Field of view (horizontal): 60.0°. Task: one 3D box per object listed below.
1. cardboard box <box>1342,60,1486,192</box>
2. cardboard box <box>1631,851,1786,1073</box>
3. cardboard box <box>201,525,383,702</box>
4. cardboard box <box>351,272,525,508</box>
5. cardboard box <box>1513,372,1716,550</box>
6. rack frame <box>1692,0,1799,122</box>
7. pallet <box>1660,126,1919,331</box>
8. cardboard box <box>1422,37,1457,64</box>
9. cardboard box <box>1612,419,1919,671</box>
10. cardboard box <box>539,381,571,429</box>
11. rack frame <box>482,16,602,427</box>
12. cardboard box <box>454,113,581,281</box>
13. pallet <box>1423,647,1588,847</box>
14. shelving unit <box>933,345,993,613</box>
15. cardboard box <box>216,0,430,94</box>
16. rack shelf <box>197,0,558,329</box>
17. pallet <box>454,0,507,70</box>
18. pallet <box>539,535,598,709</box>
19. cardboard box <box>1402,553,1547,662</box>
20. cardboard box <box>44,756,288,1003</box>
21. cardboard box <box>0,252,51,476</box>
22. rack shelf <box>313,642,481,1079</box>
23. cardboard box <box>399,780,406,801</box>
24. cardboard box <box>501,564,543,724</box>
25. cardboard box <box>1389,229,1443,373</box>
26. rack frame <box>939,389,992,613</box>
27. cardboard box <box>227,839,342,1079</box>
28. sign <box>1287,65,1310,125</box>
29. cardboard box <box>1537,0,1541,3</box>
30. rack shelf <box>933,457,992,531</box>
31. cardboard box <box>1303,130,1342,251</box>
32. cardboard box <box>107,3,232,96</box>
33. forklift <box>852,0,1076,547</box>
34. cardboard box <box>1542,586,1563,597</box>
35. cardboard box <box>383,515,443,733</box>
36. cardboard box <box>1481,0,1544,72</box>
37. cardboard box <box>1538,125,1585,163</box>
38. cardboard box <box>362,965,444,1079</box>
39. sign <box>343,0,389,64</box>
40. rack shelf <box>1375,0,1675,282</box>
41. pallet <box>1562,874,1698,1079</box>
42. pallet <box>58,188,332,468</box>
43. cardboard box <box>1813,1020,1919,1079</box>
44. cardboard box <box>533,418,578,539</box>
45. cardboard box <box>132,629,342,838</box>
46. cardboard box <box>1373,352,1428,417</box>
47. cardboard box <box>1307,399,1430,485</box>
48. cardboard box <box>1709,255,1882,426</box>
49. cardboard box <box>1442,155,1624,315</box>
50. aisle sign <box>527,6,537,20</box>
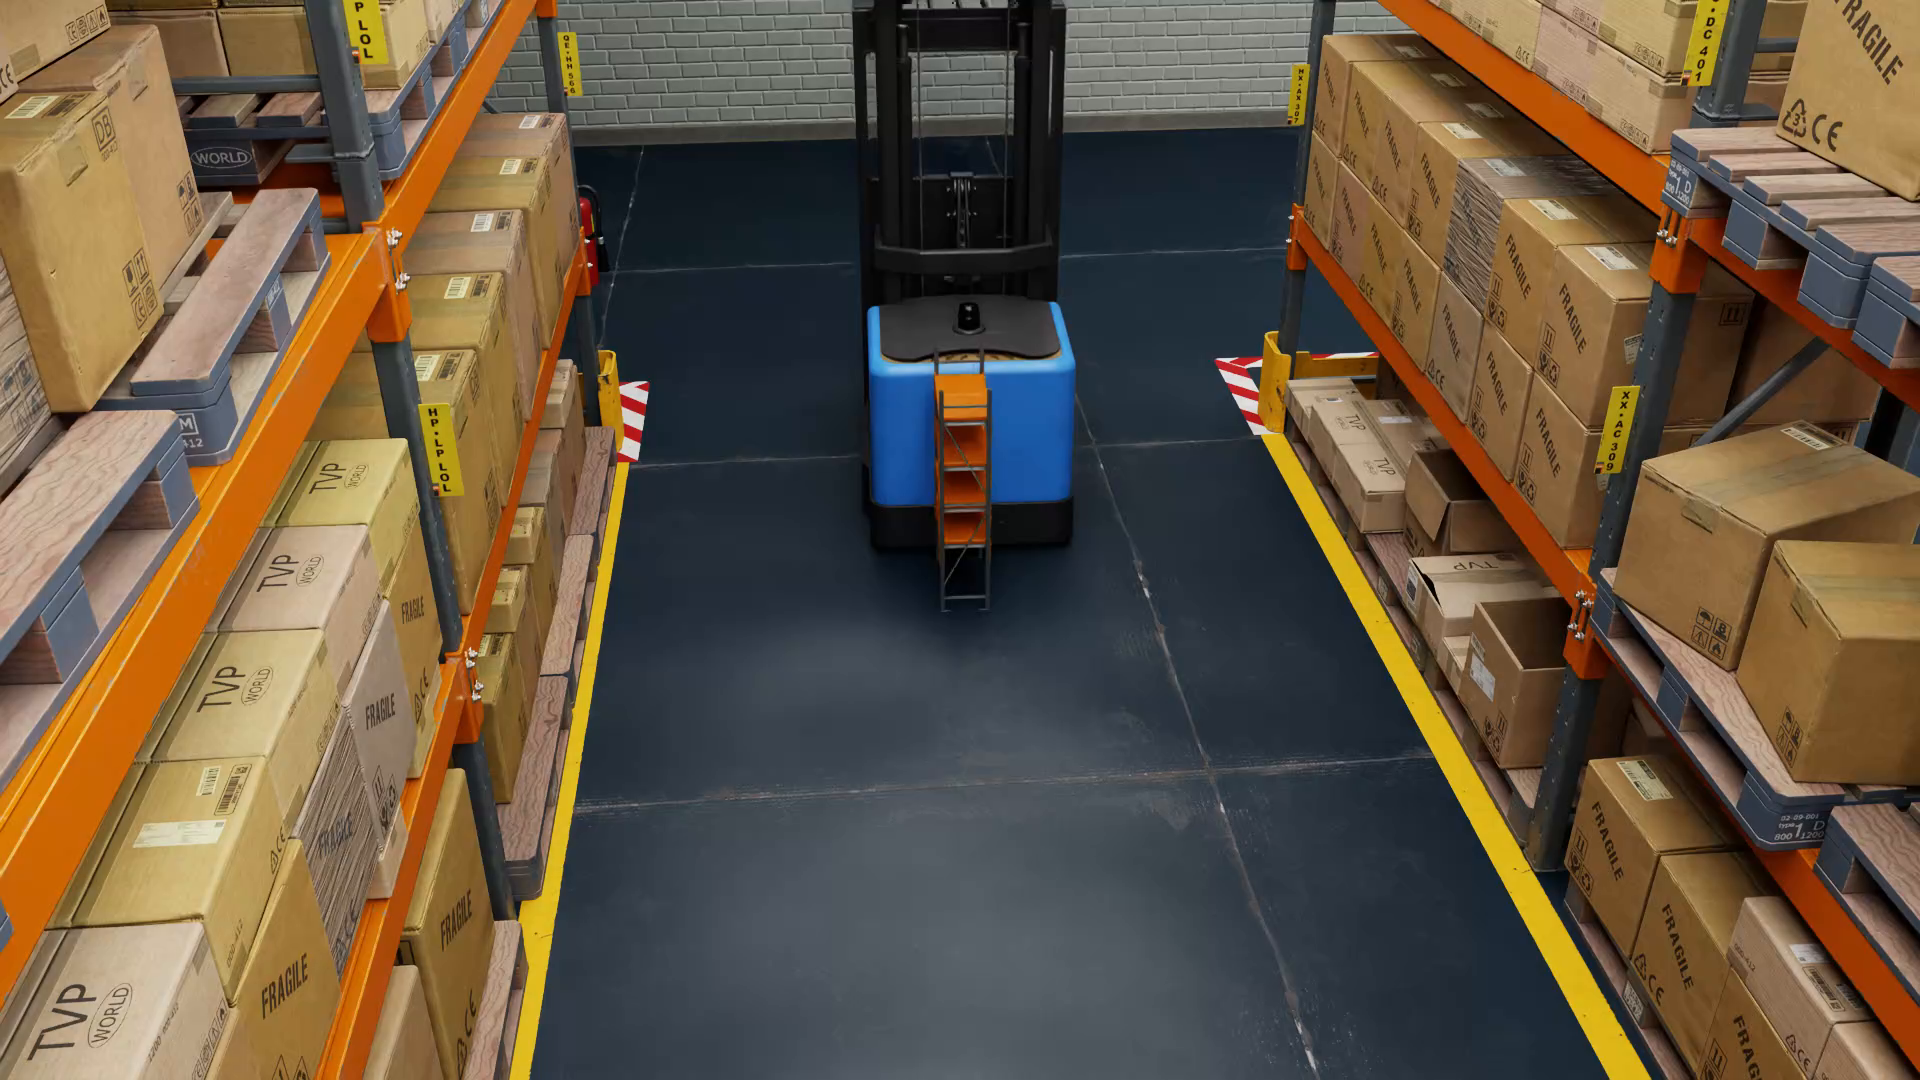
[{"bbox_3d":[2.215,-2.036,8.160,0.500,0.500,0.500,-2,31,-4],"label":"cardboard box"},{"bbox_3d":[2.617,1.388,5.510,0.500,0.500,0.500,-2,31,-4],"label":"cardboard box"},{"bbox_3d":[-1.841,0.199,4.354,0.500,0.250,0.500,-2,31,-4],"label":"cardboard box"},{"bbox_3d":[-2.275,-0.567,6.482,0.980,0.700,0.700,-4,31,-6],"label":"cardboard box"},{"bbox_3d":[2.452,-0.313,6.251,0.500,0.500,0.500,-2,31,-4],"label":"cardboard box"},{"bbox_3d":[2.754,-2.602,4.332,1.000,3.000,0.127,-3,31,-5],"label":"rack frame"},{"bbox_3d":[2.745,-0.898,4.586,1.213,0.211,1.003,-3,31,-5],"label":"pallet"},{"bbox_3d":[2.696,-2.327,8.649,0.500,0.500,0.500,-3,31,-5],"label":"cardboard box"},{"bbox_3d":[2.575,0.002,5.314,0.700,0.500,0.500,-13,33,-21],"label":"cardboard box"},{"bbox_3d":[-2.168,-0.676,8.352,0.380,0.149,0.250,-2,31,-3],"label":"cardboard box"},{"bbox_3d":[-2.551,-1.830,8.888,1.000,3.000,0.127,-3,31,-5],"label":"rack frame"},{"bbox_3d":[-2.494,-1.699,8.376,0.980,0.700,0.700,-1,31,-2],"label":"cardboard box"},{"bbox_3d":[2.691,0.820,7.172,1.003,0.211,1.213,-3,31,-5],"label":"pallet"},{"bbox_3d":[0.011,-0.290,8.065,0.258,1.200,0.503,-2,31,-3],"label":"shelving unit"},{"bbox_3d":[-1.980,-1.600,5.217,0.500,0.250,0.500,-3,31,-5],"label":"cardboard box"},{"bbox_3d":[-2.365,-1.788,6.594,1.077,0.370,4.000,-3,31,-5],"label":"rack shelf"},{"bbox_3d":[-2.355,-2.077,6.464,1.003,0.211,1.213,-3,31,-5],"label":"pallet"},{"bbox_3d":[-2.288,0.393,7.886,1.003,0.211,1.213,-3,31,-5],"label":"pallet"},{"bbox_3d":[2.348,0.278,7.552,0.500,0.311,0.500,-3,31,-5],"label":"cardboard box"},{"bbox_3d":[-1.745,0.719,3.482,0.500,0.250,0.500,-3,31,-6],"label":"cardboard box"},{"bbox_3d":[-2.106,-0.313,2.897,0.700,0.500,0.500,-3,31,-5],"label":"cardboard box"},{"bbox_3d":[-1.991,1.542,3.944,1.077,0.370,4.000,-3,31,-5],"label":"rack shelf"},{"bbox_3d":[-1.838,0.733,4.824,0.380,0.149,0.250,-2,31,-3],"label":"cardboard box"},{"bbox_3d":[-2.189,0.462,7.080,0.700,0.500,0.500,-3,31,-5],"label":"cardboard box"},{"bbox_3d":[2.302,-1.098,7.566,0.500,0.500,0.500,-2,31,-4],"label":"cardboard box"},{"bbox_3d":[0.025,-0.165,7.856,0.240,1.200,0.015,-2,31,-3],"label":"rack frame"},{"bbox_3d":[-1.736,1.028,3.696,0.500,0.500,0.500,-2,31,-3],"label":"cardboard box"},{"bbox_3d":[1.840,-2.415,9.023,0.100,0.325,0.005,-3,31,-5],"label":"sign"},{"bbox_3d":[2.350,-2.211,6.260,0.500,0.250,0.500,-3,31,-5],"label":"cardboard box"},{"bbox_3d":[0.011,-0.232,8.100,0.258,0.148,0.480,-2,31,-3],"label":"rack shelf"},{"bbox_3d":[2.159,-1.873,8.863,0.500,0.500,0.500,-2,31,-4],"label":"cardboard box"},{"bbox_3d":[-2.475,-1.572,5.172,0.500,0.250,0.500,-2,31,-4],"label":"cardboard box"},{"bbox_3d":[-0.020,-1.947,9.151,1.130,2.935,3.031,-2,31,-3],"label":"forklift"},{"bbox_3d":[2.839,0.335,7.598,0.380,0.166,0.250,-3,31,-5],"label":"cardboard box"},{"bbox_3d":[-1.884,0.257,4.988,0.500,0.500,0.500,-3,31,-5],"label":"cardboard box"},{"bbox_3d":[2.352,-1.997,6.388,0.500,0.250,0.500,-3,31,-5],"label":"cardboard box"},{"bbox_3d":[2.845,-1.543,7.335,0.500,0.500,0.500,-2,31,-3],"label":"cardboard box"},{"bbox_3d":[-1.902,1.734,4.608,0.750,0.750,0.750,-2,31,-3],"label":"cardboard box"},{"bbox_3d":[-1.638,-1.464,4.539,0.100,0.325,0.005,-3,31,-5],"label":"sign"},{"bbox_3d":[2.567,-2.027,6.995,1.077,0.370,4.000,-3,31,-5],"label":"rack shelf"},{"bbox_3d":[2.868,1.584,5.893,1.003,0.211,1.213,-3,31,-5],"label":"pallet"},{"bbox_3d":[-2.043,-0.528,3.970,0.805,0.209,1.217,-4,31,-7],"label":"pallet"},{"bbox_3d":[2.697,1.561,4.489,0.500,0.250,0.500,-3,31,-6],"label":"cardboard box"},{"bbox_3d":[-2.340,-0.329,8.404,0.700,0.500,0.500,-3,31,-5],"label":"cardboard box"},{"bbox_3d":[-1.794,0.459,3.918,0.500,0.250,0.500,-2,31,-4],"label":"cardboard box"},{"bbox_3d":[2.676,-0.919,9.372,0.500,0.500,0.500,-3,31,-5],"label":"cardboard box"},{"bbox_3d":[2.195,-0.531,8.966,0.500,0.250,0.500,-3,31,-5],"label":"cardboard box"},{"bbox_3d":[2.990,-0.753,6.013,0.500,0.500,0.500,-2,31,-3],"label":"cardboard box"},{"bbox_3d":[2.351,-1.264,6.868,0.500,0.500,0.500,-3,31,-4],"label":"cardboard box"},{"bbox_3d":[-2.260,-2.997,8.307,0.394,0.787,0.004,-3,31,-5],"label":"aisle sign"}]
